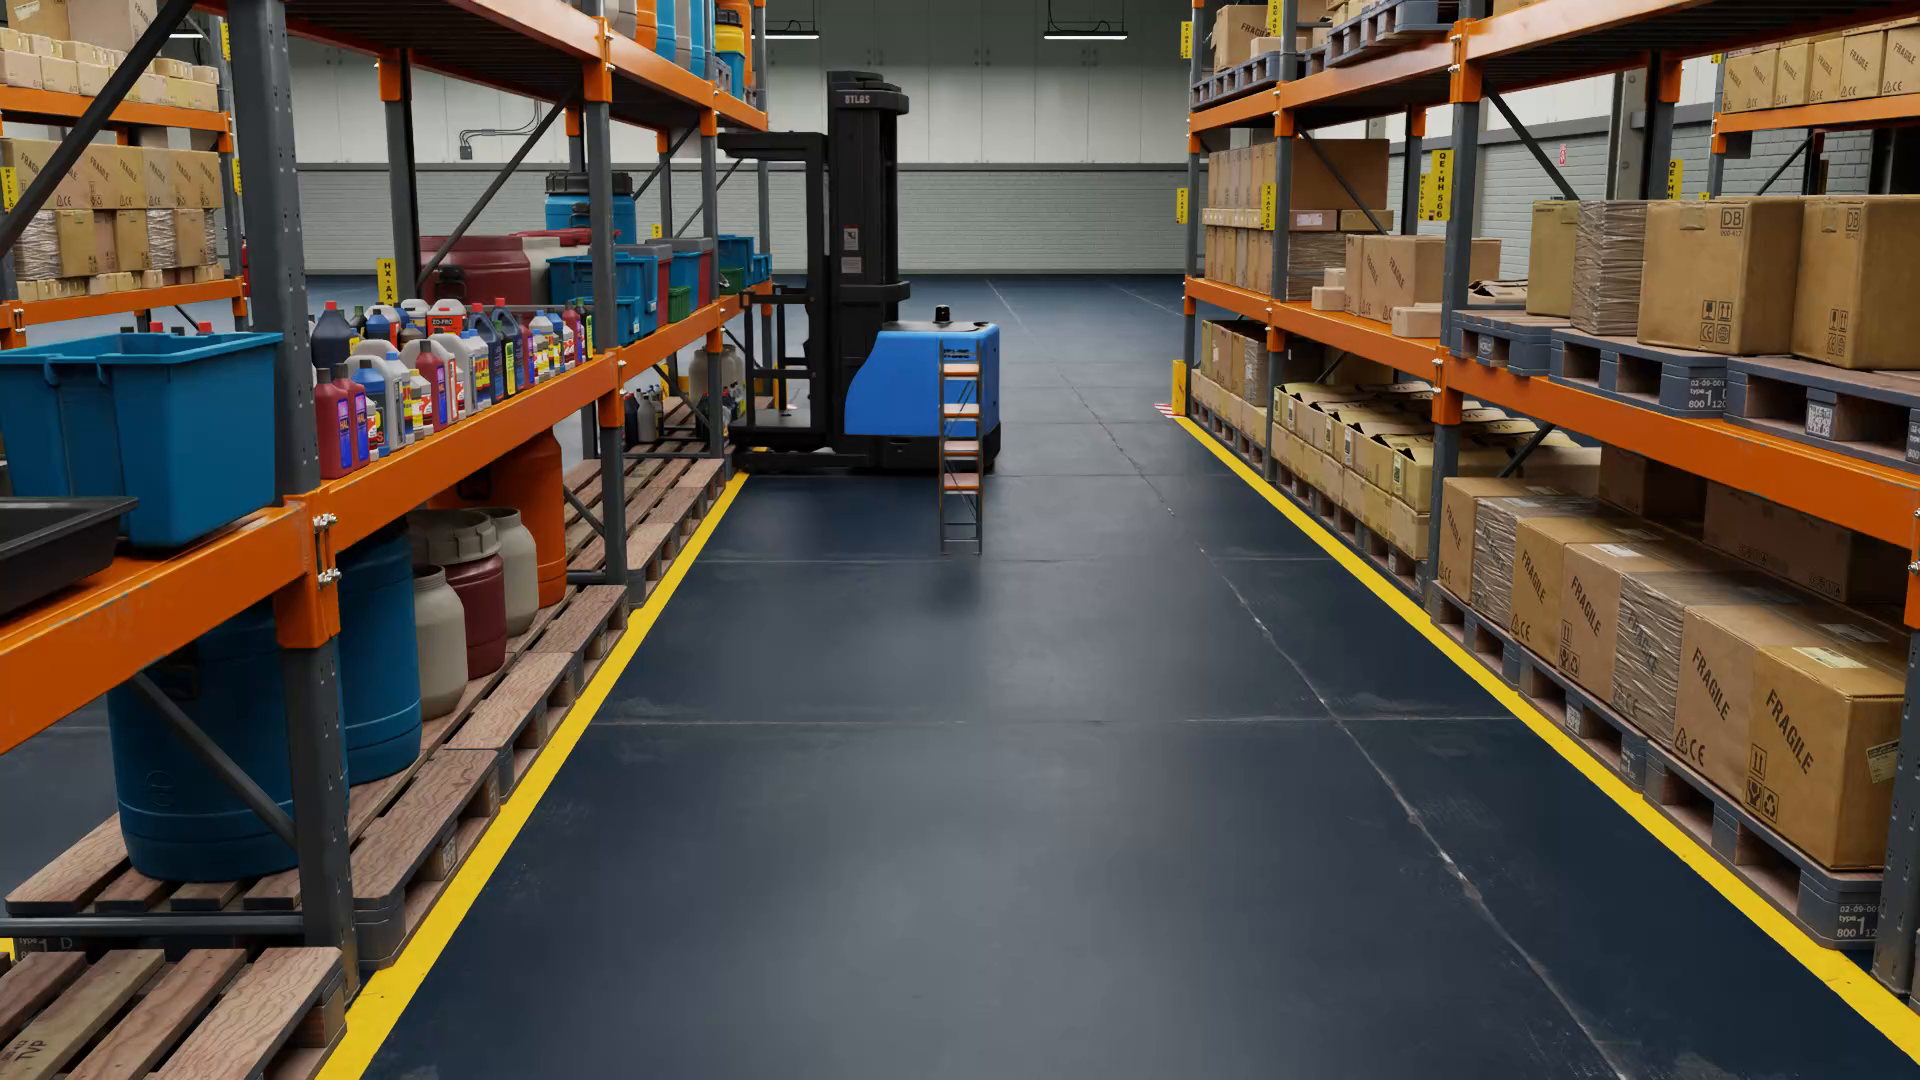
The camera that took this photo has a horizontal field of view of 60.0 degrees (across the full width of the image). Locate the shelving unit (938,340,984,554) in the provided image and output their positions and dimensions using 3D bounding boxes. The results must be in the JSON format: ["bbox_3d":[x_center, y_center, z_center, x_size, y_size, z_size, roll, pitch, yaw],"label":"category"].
[{"bbox_3d":[0.003,-0.555,9.778,0.258,1.200,0.503,0,11,-1],"label":"shelving unit"}]

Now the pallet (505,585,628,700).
[{"bbox_3d":[-2.075,0.439,7.366,1.003,0.211,1.213,0,11,-1],"label":"pallet"}]

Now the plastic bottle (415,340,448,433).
[{"bbox_3d":[-1.650,-0.483,5.191,0.061,0.283,0.133,0,11,-1],"label":"plastic bottle"}]

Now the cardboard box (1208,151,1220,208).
[{"bbox_3d":[2.652,-3.276,15.147,0.700,0.500,0.500,0,11,-1],"label":"cardboard box"}]

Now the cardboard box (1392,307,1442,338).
[{"bbox_3d":[2.524,-1.159,8.858,0.380,0.149,0.250,0,11,-1],"label":"cardboard box"}]

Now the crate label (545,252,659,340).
[{"bbox_3d":[-1.883,-1.300,8.836,0.502,0.435,0.616,0,11,-1],"label":"crate label"}]

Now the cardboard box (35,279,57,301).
[{"bbox_3d":[-6.864,-1.830,12.166,0.380,0.149,0.250,0,11,-1],"label":"cardboard box"}]

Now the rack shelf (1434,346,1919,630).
[{"bbox_3d":[2.860,-0.354,6.069,1.077,0.370,4.000,0,11,-1],"label":"rack shelf"}]

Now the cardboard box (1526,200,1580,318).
[{"bbox_3d":[2.945,-1.234,7.290,0.700,0.500,0.500,-4,12,-20],"label":"cardboard box"}]

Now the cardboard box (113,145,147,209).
[{"bbox_3d":[-6.966,-2.933,13.456,0.500,0.500,0.500,0,11,-1],"label":"cardboard box"}]

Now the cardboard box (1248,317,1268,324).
[{"bbox_3d":[2.962,-1.815,15.433,0.500,0.500,0.500,0,11,-1],"label":"cardboard box"}]

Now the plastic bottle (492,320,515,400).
[{"bbox_3d":[-1.668,-0.658,6.052,0.061,0.283,0.133,0,11,-1],"label":"plastic bottle"}]

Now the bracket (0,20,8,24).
[{"bbox_3d":[-23.211,-12.525,40.110,0.076,0.066,4.783,0,11,-1],"label":"bracket"}]

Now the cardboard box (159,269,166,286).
[{"bbox_3d":[-6.996,-2.227,14.124,0.380,0.149,0.250,0,11,-1],"label":"cardboard box"}]

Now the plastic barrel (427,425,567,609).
[{"bbox_3d":[-2.106,-0.130,7.555,0.600,0.830,0.708,0,11,-1],"label":"plastic barrel"}]

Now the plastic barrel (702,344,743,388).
[{"bbox_3d":[-2.209,-1.531,15.261,0.421,0.512,0.421,0,11,0],"label":"plastic barrel"}]

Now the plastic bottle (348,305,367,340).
[{"bbox_3d":[-2.481,-0.821,6.856,0.061,0.283,0.133,0,11,-1],"label":"plastic bottle"}]

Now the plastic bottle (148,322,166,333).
[{"bbox_3d":[-2.401,-0.483,5.021,0.144,0.351,0.185,0,11,-1],"label":"plastic bottle"}]

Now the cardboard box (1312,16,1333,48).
[{"bbox_3d":[2.978,-3.809,12.559,0.500,0.311,0.500,-1,12,-4],"label":"cardboard box"}]

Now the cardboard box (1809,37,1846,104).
[{"bbox_3d":[7.386,-3.860,13.696,0.500,0.500,0.500,0,11,2],"label":"cardboard box"}]

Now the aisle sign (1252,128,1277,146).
[{"bbox_3d":[2.946,-3.983,15.607,0.394,0.787,0.004,0,11,-1],"label":"aisle sign"}]

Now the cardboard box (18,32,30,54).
[{"bbox_3d":[-6.940,-3.570,11.941,0.380,0.149,0.250,-1,11,-4],"label":"cardboard box"}]

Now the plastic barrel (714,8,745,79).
[{"bbox_3d":[-2.148,-4.217,14.226,0.600,0.588,0.600,0,11,0],"label":"plastic barrel"}]

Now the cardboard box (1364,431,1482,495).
[{"bbox_3d":[2.545,-0.444,9.150,0.500,0.311,0.500,0,11,-2],"label":"cardboard box"}]

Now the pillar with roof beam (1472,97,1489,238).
[{"bbox_3d":[3.933,-7.888,26.305,9.100,9.000,0.400,0,11,-1],"label":"pillar with roof beam"}]

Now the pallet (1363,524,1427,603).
[{"bbox_3d":[2.841,0.099,9.042,1.003,0.211,1.213,0,11,-1],"label":"pallet"}]

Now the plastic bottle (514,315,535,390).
[{"bbox_3d":[-1.675,-0.721,6.364,0.061,0.283,0.133,0,11,-1],"label":"plastic bottle"}]

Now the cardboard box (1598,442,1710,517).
[{"bbox_3d":[3.078,-0.266,7.120,0.500,0.250,0.500,0,11,1],"label":"cardboard box"}]

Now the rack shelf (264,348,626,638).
[{"bbox_3d":[-2.092,-0.334,5.972,1.077,0.370,4.000,0,11,-1],"label":"rack shelf"}]

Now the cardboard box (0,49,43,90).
[{"bbox_3d":[-6.921,-3.346,11.842,0.500,0.250,0.500,-1,11,-3],"label":"cardboard box"}]

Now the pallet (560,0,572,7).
[{"bbox_3d":[-2.215,-2.310,6.829,1.003,0.211,1.213,0,11,-1],"label":"pallet"}]

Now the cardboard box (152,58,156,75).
[{"bbox_3d":[-7.020,-3.987,13.996,0.380,0.149,0.250,0,11,0],"label":"cardboard box"}]

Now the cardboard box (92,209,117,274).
[{"bbox_3d":[-7.202,-2.342,13.060,0.875,0.500,0.500,0,11,-1],"label":"cardboard box"}]

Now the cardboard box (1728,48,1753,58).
[{"bbox_3d":[7.371,-4.657,15.108,0.500,0.500,0.500,-1,12,-5],"label":"cardboard box"}]

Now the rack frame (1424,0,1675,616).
[{"bbox_3d":[2.819,-1.104,7.957,1.000,3.000,0.127,0,11,-1],"label":"rack frame"}]

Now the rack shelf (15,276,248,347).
[{"bbox_3d":[-7.209,-1.904,13.710,1.077,0.370,4.000,0,11,-1],"label":"rack shelf"}]

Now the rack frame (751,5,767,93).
[{"bbox_3d":[-2.299,-5.615,15.102,1.000,3.000,0.127,0,11,-1],"label":"rack frame"}]

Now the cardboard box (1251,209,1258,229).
[{"bbox_3d":[2.497,-2.522,13.061,0.380,0.149,0.250,0,11,-1],"label":"cardboard box"}]

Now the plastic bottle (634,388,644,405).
[{"bbox_3d":[-2.528,-1.026,13.129,0.144,0.351,0.185,0,11,-2],"label":"plastic bottle"}]

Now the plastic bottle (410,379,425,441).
[{"bbox_3d":[-1.664,-0.401,4.990,0.097,0.201,0.097,0,11,0],"label":"plastic bottle"}]

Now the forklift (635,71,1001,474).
[{"bbox_3d":[-1.238,-2.032,12.702,3.031,2.935,1.130,2,12,8],"label":"forklift"}]

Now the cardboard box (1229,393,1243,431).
[{"bbox_3d":[2.483,-1.048,13.538,0.500,0.250,0.500,0,11,-1],"label":"cardboard box"}]

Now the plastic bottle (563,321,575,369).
[{"bbox_3d":[-1.710,-0.840,7.153,0.097,0.201,0.097,0,11,0],"label":"plastic bottle"}]

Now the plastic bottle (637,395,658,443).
[{"bbox_3d":[-2.373,-0.924,12.627,0.144,0.351,0.185,0,11,-1],"label":"plastic bottle"}]

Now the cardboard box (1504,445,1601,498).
[{"bbox_3d":[3.102,-0.342,8.652,0.500,0.311,0.500,0,11,1],"label":"cardboard box"}]

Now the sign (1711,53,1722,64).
[{"bbox_3d":[7.064,-4.612,15.503,0.100,0.325,0.005,0,11,-1],"label":"sign"}]

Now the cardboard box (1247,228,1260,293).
[{"bbox_3d":[2.697,-2.241,13.309,0.700,0.500,0.500,0,11,0],"label":"cardboard box"}]

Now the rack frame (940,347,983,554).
[{"bbox_3d":[0.008,-0.507,9.539,0.240,1.200,0.015,0,11,-1],"label":"rack frame"}]

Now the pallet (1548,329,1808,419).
[{"bbox_3d":[2.864,-0.623,6.071,1.003,0.211,1.213,0,11,-1],"label":"pallet"}]

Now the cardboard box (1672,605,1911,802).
[{"bbox_3d":[2.603,0.505,5.205,0.500,0.500,0.500,0,11,-1],"label":"cardboard box"}]

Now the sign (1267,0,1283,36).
[{"bbox_3d":[2.181,-3.659,11.506,0.100,0.325,0.005,0,11,-1],"label":"sign"}]

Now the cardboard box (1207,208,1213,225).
[{"bbox_3d":[2.455,-2.930,15.074,0.380,0.149,0.250,-1,11,-3],"label":"cardboard box"}]
